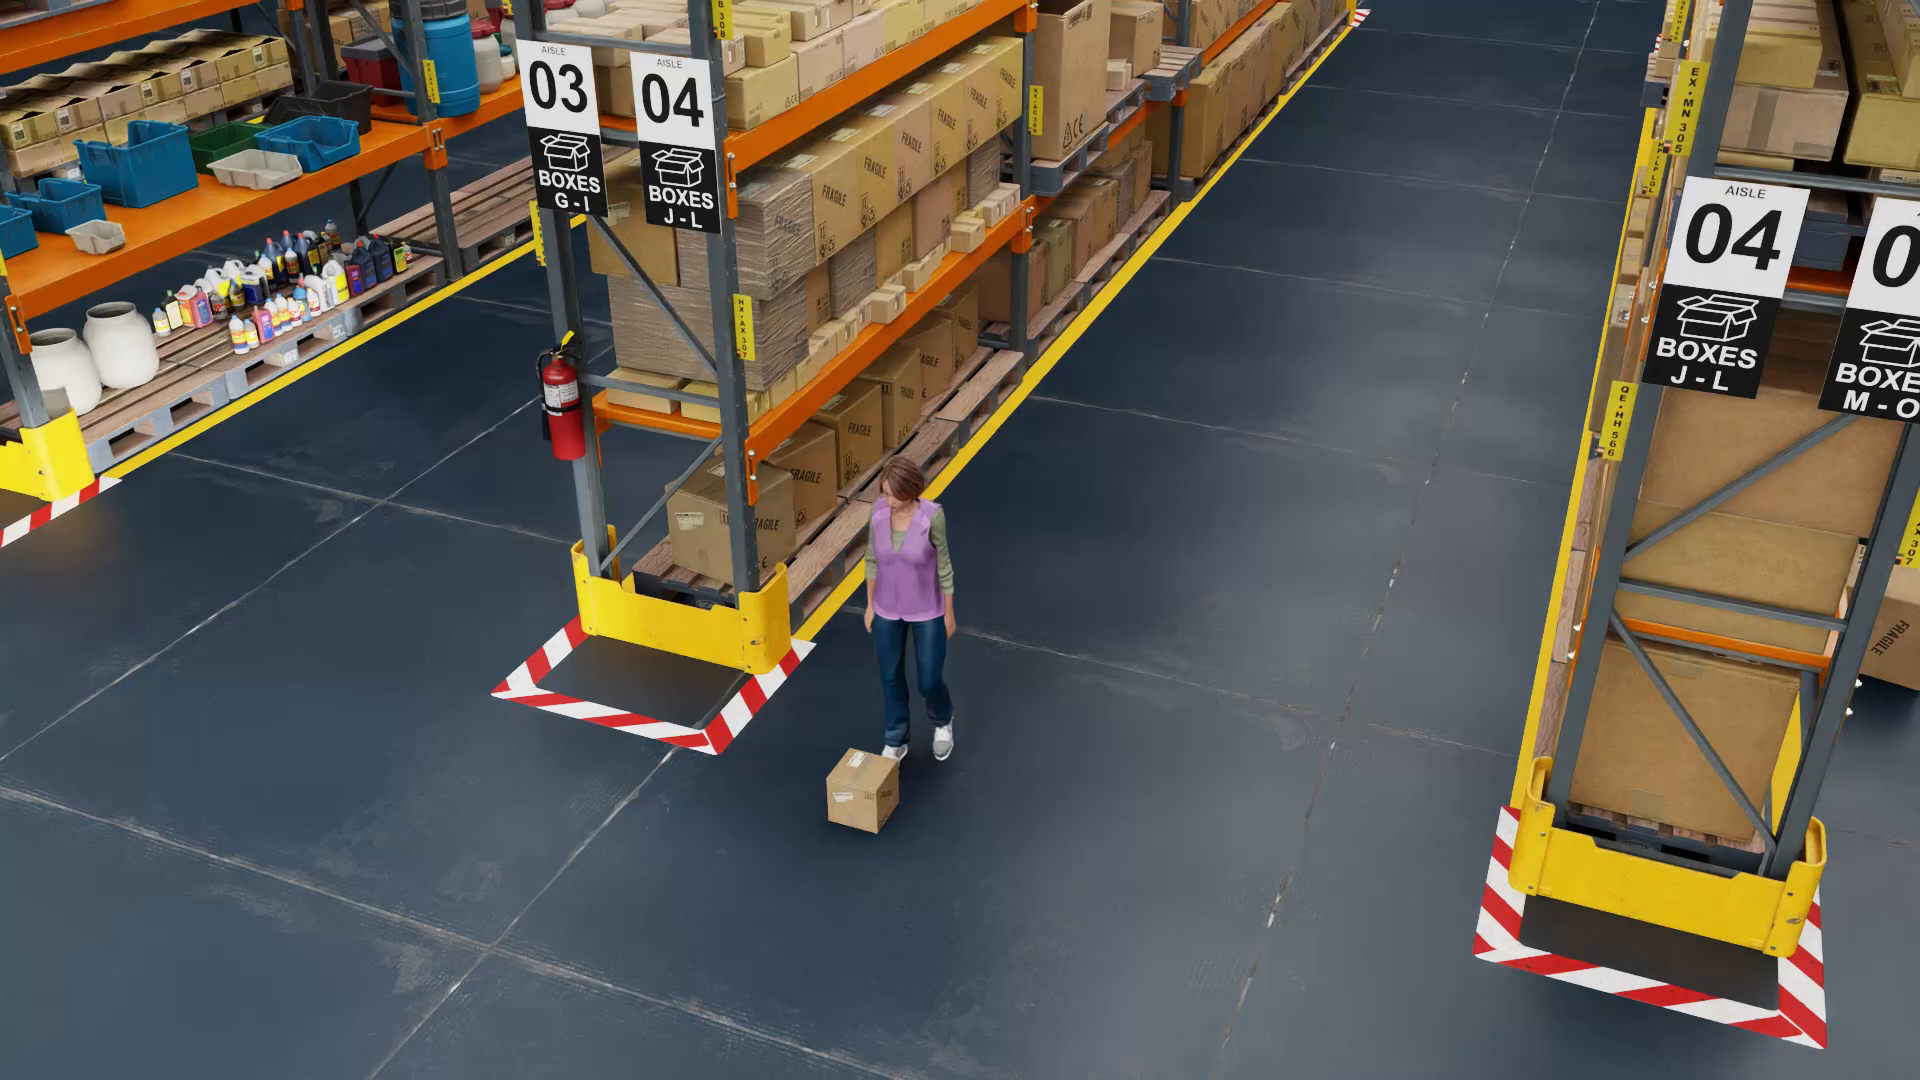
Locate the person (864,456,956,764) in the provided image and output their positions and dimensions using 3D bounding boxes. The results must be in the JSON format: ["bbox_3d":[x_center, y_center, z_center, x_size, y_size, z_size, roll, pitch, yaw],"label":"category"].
[{"bbox_3d":[-0.255,0.362,7.733,0.447,1.598,0.457,9,31,15],"label":"person"}]
